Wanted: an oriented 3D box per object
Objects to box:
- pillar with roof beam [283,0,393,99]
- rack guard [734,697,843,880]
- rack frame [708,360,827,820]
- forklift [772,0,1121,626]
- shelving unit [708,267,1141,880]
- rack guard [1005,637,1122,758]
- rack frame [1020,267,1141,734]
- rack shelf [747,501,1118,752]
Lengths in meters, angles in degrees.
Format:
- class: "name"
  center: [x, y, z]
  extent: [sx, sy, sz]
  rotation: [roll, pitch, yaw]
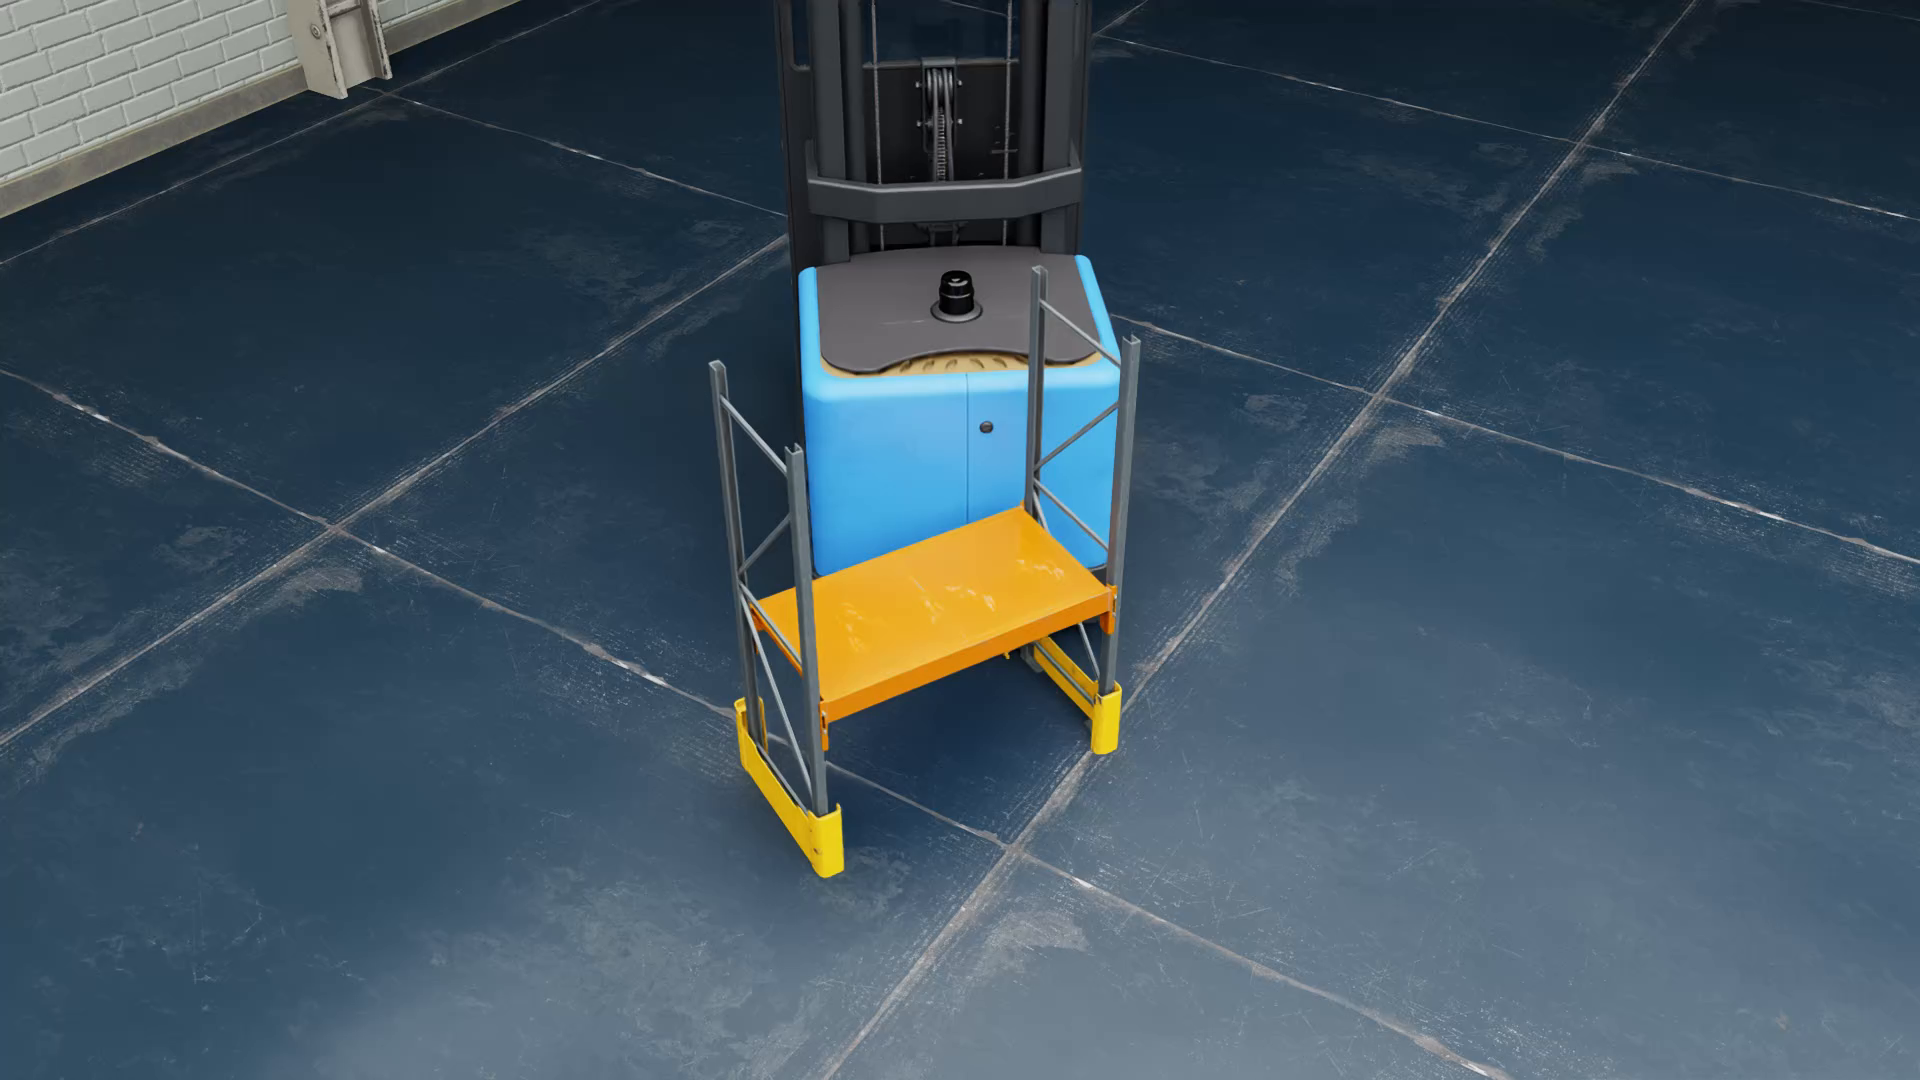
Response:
- class: "pillar with roof beam"
  center: [0.065, -4.832, 5.147]
  extent: [9.100, 9.000, 0.400]
  rotation: [21, 42, 25]
- class: "rack guard"
  center: [-0.526, 0.747, 5.076]
  extent: [0.087, 0.250, 0.587]
  rotation: [-20, 42, -24]
- class: "rack frame"
  center: [-0.527, 0.253, 4.694]
  extent: [0.032, 1.500, 0.500]
  rotation: [-20, 42, -24]
- class: "forklift"
  center: [-0.116, -1.704, 6.060]
  extent: [1.130, 2.935, 3.031]
  rotation: [-3, 38, -4]
- class: "shelving unit"
  center: [-0.097, 0.098, 4.895]
  extent: [1.083, 1.500, 0.587]
  rotation: [-20, 42, -24]
- class: "rack guard"
  center: [0.331, 0.438, 5.477]
  extent: [0.087, 0.250, 0.587]
  rotation: [-20, 42, -24]
- class: "rack frame"
  center: [0.348, -0.063, 5.103]
  extent: [0.032, 1.500, 0.500]
  rotation: [-20, 42, -24]
- class: "rack shelf"
  center: [-0.090, 0.237, 5.008]
  extent: [1.000, 0.185, 0.538]
  rotation: [-20, 42, -24]
